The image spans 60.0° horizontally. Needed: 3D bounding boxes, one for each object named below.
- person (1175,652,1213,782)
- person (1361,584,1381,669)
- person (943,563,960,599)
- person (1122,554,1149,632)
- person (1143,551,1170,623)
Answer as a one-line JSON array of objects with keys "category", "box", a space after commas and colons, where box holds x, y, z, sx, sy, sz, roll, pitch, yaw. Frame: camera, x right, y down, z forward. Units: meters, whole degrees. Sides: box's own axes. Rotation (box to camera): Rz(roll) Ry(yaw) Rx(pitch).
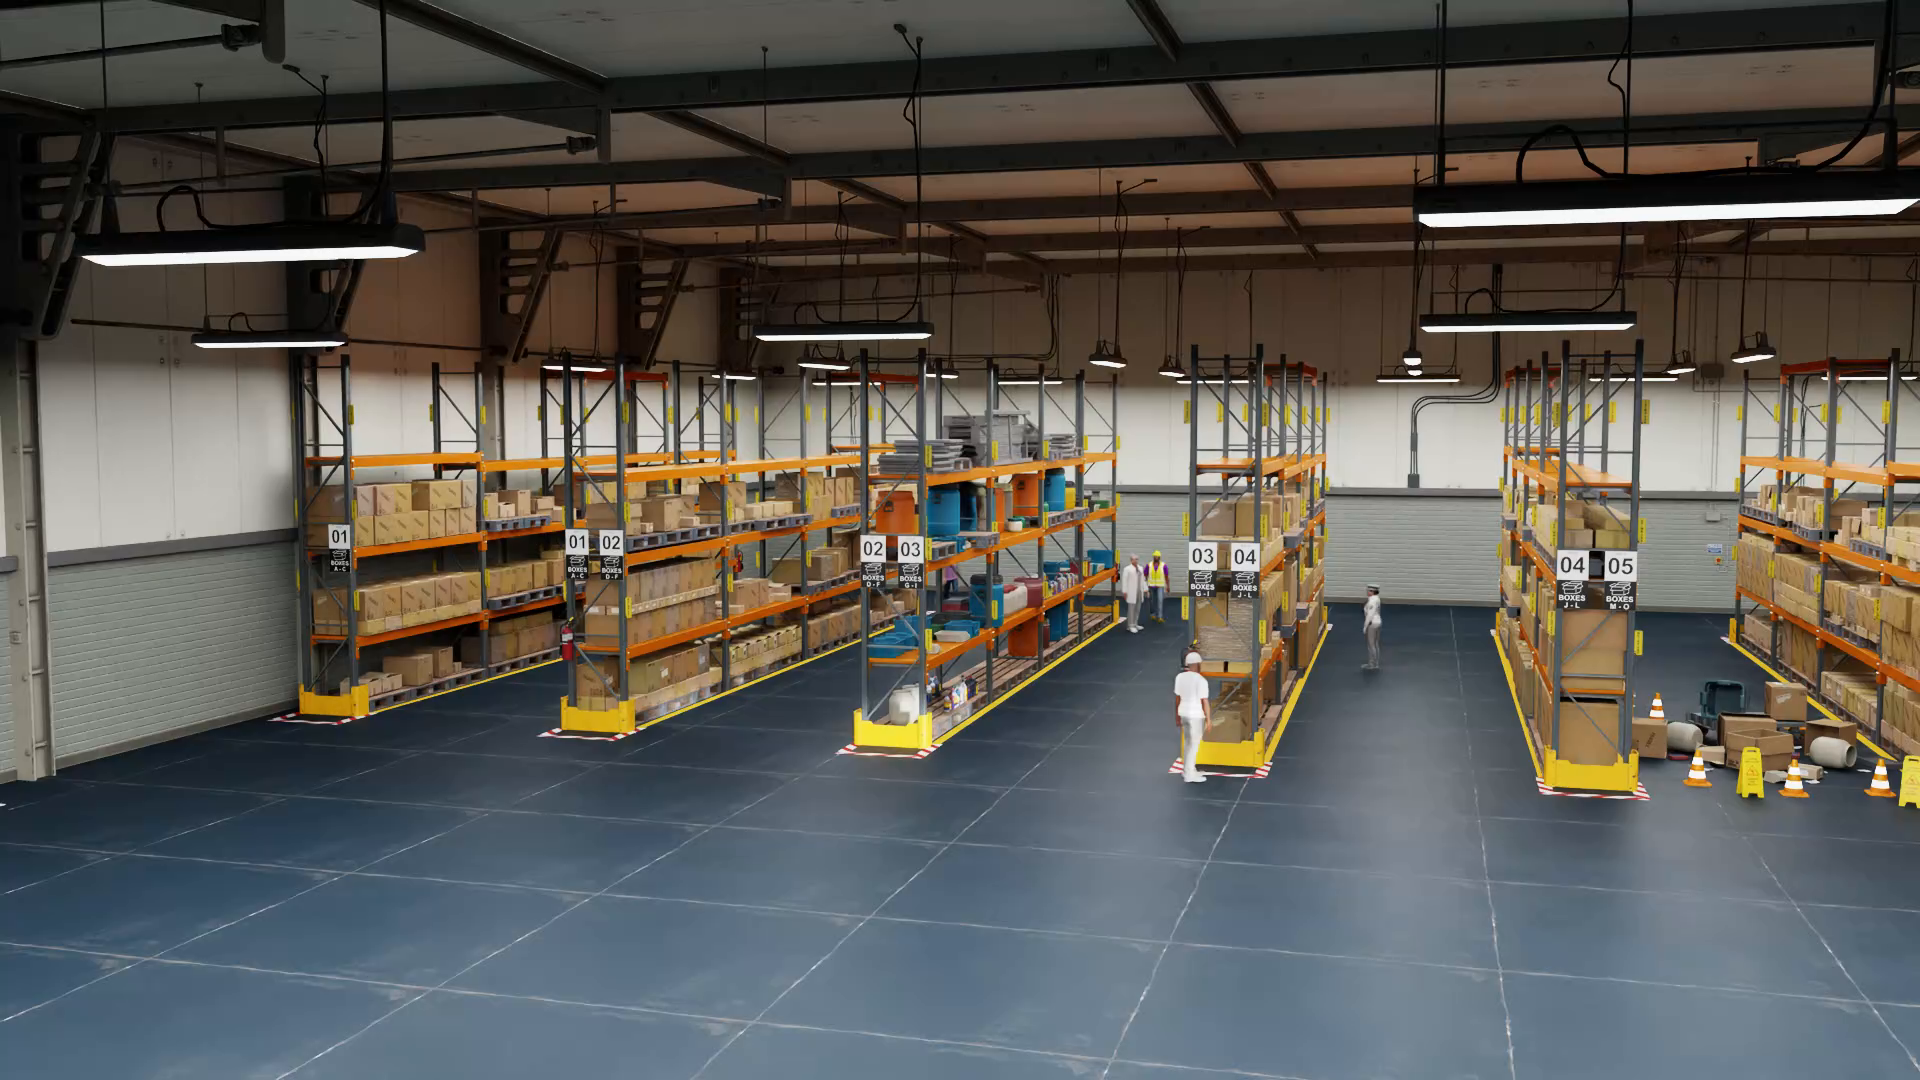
[{"category": "person", "box": [3.265, 2.418, 22.772, 0.533, 1.768, 0.617, -3, 5, -31]}, {"category": "person", "box": [8.104, 1.706, 32.766, 0.365, 1.677, 0.492, 2, 5, 27]}, {"category": "person", "box": [-0.224, 1.002, 42.862, 0.463, 1.549, 0.831, -1, 4, -13]}, {"category": "person", "box": [4.044, 1.227, 38.559, 0.652, 1.796, 0.475, -3, 5, -36]}, {"category": "person", "box": [4.733, 1.123, 40.093, 0.654, 1.722, 1.008, 1, 4, 7]}]
